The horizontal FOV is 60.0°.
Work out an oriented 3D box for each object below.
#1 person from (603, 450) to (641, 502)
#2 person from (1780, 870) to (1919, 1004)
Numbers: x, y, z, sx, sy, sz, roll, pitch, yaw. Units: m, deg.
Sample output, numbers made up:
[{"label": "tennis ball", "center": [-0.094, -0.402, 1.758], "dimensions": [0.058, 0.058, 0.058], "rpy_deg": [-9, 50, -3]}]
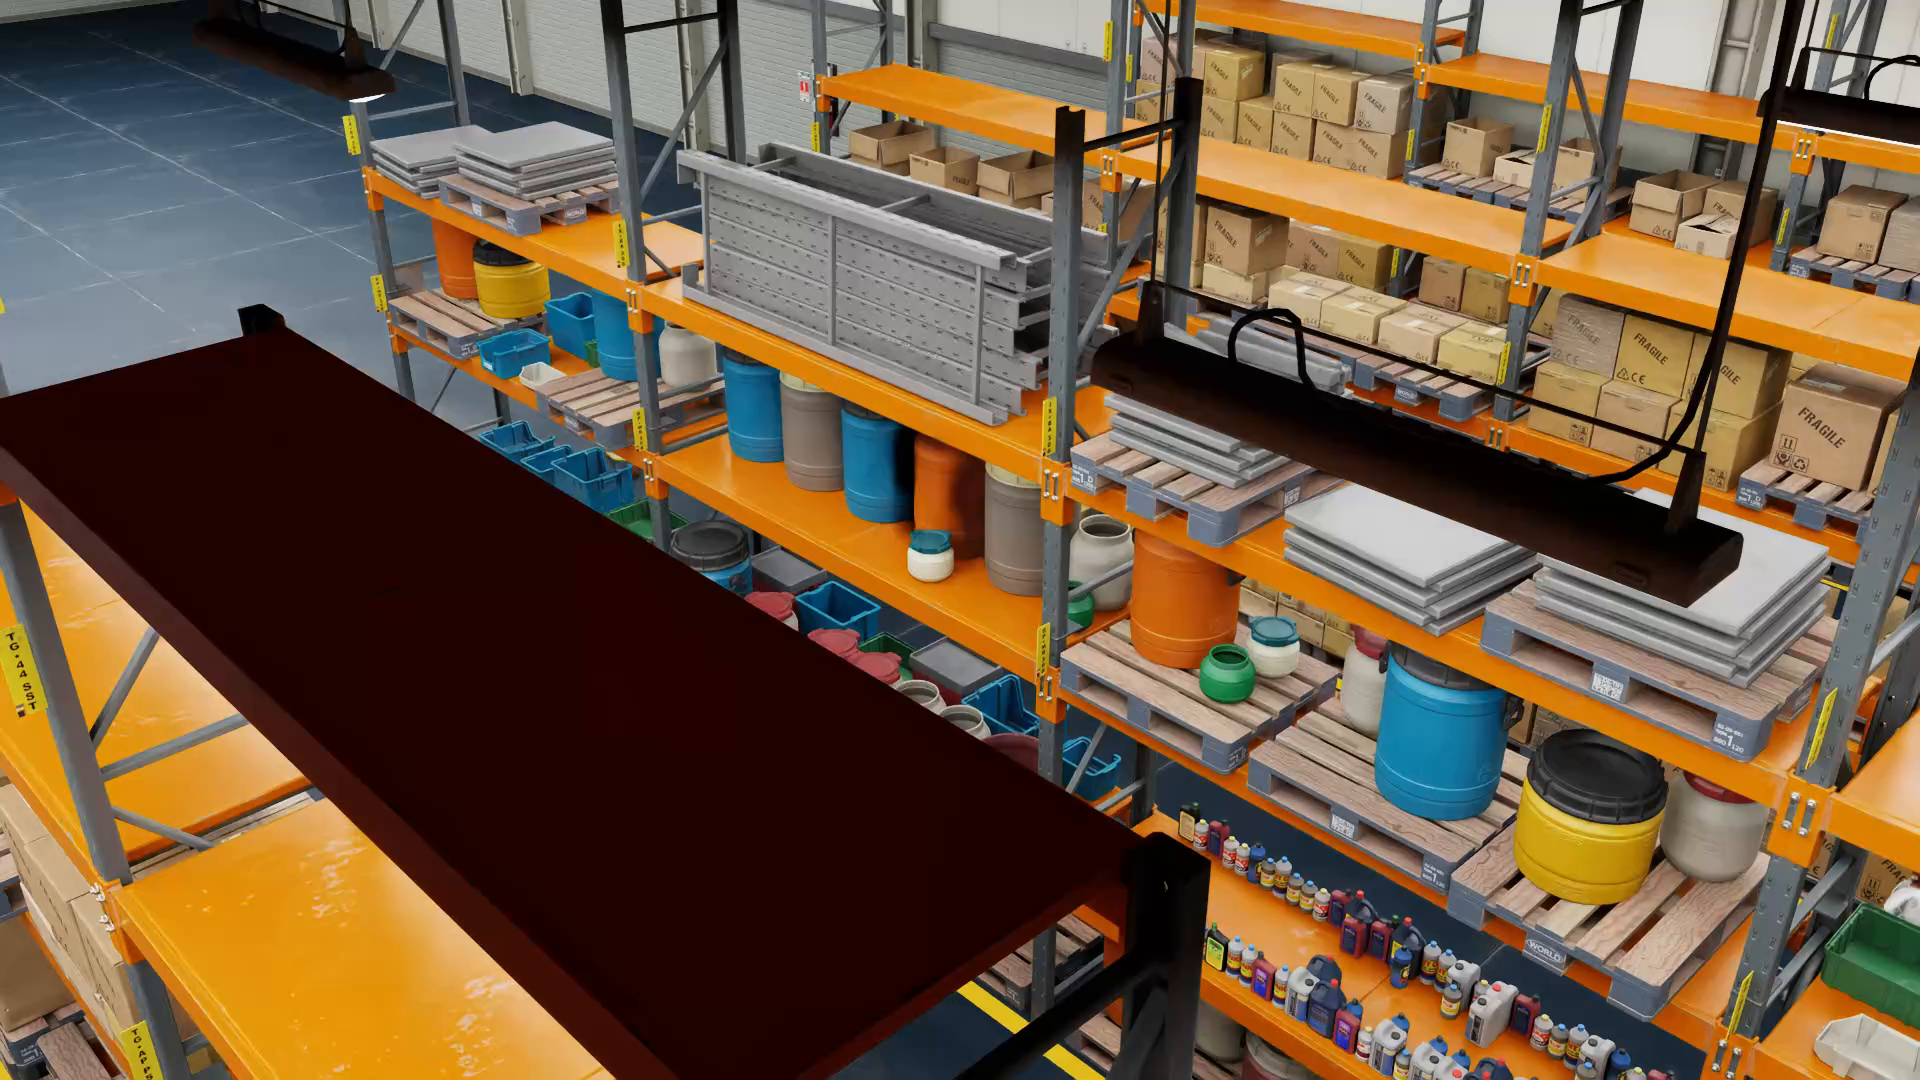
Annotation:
[{"label": "person", "center": [-3.419, -0.826, 16.574], "dimensions": [0.442, 1.797, 0.623], "rpy_deg": [-19, 34, -31]}, {"label": "person", "center": [5.785, 2.535, 10.297], "dimensions": [1.092, 1.736, 0.687], "rpy_deg": [23, 36, 36]}]
